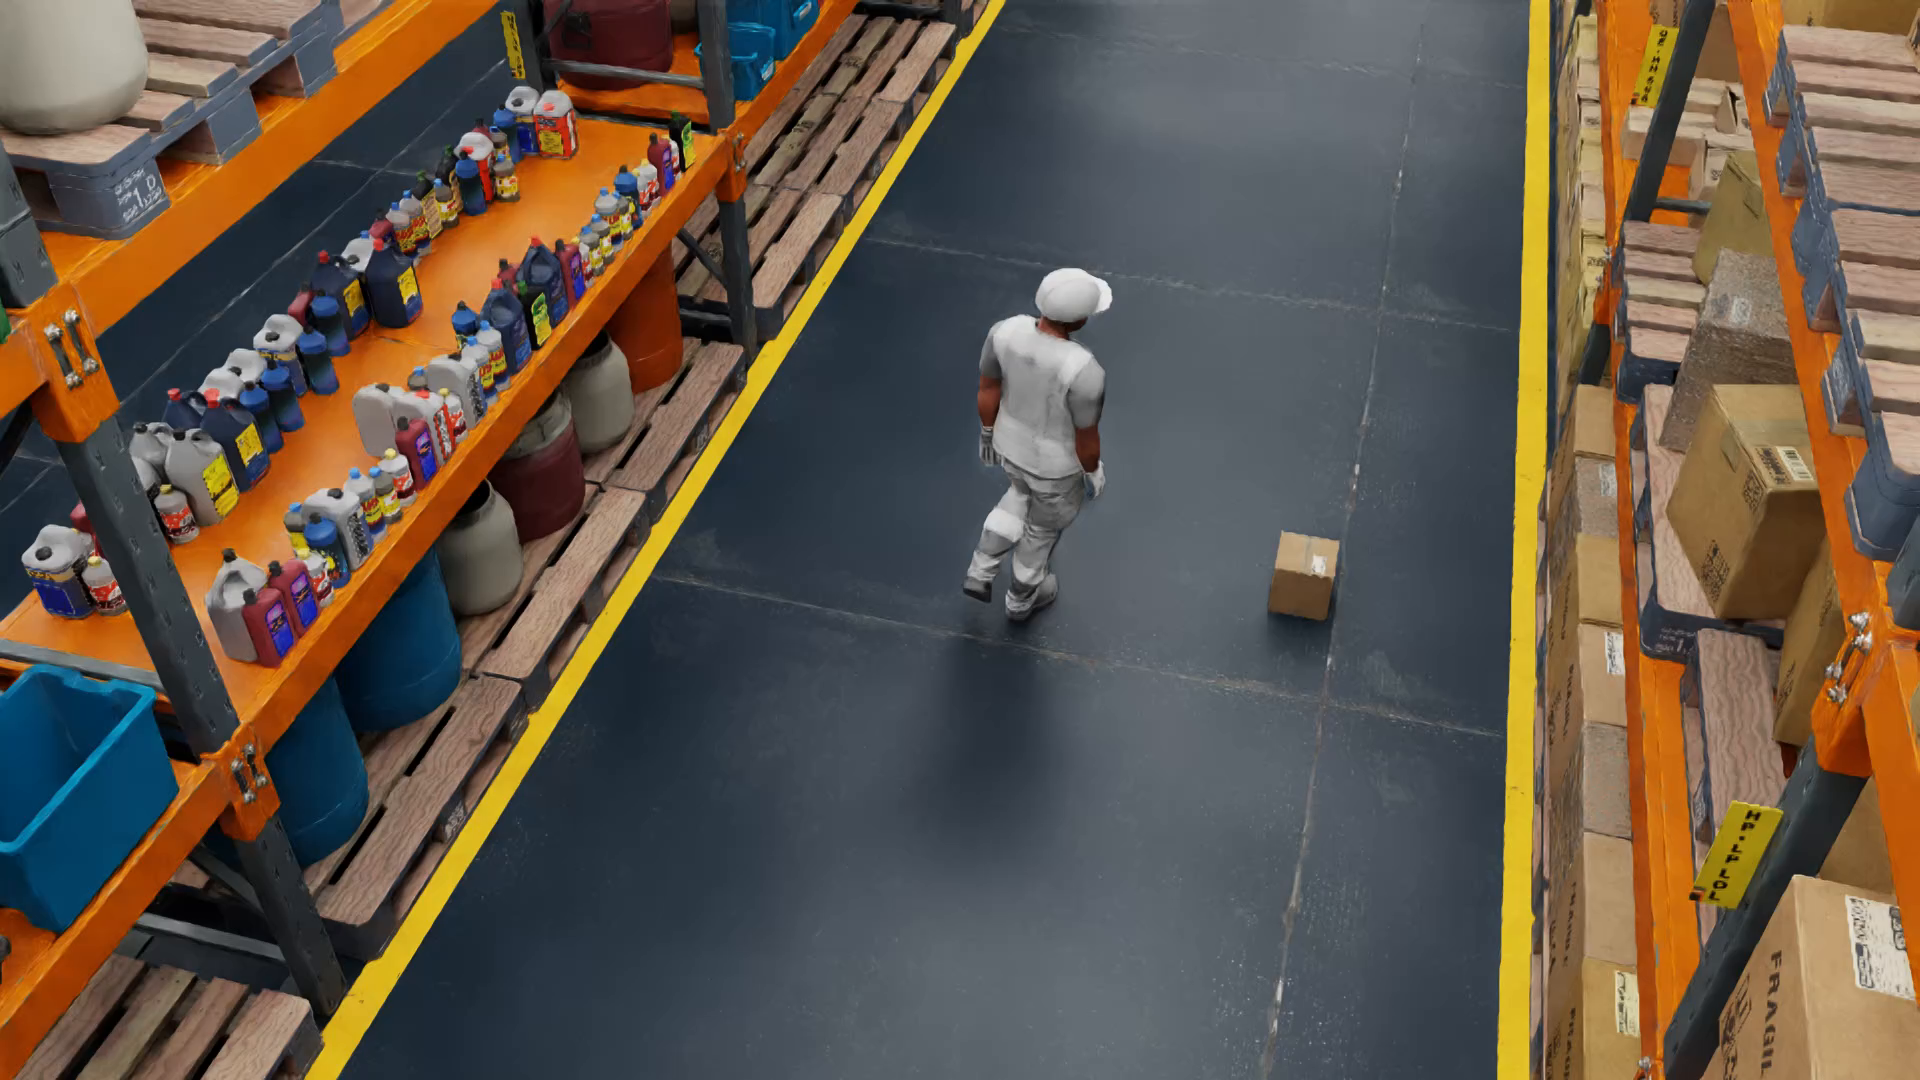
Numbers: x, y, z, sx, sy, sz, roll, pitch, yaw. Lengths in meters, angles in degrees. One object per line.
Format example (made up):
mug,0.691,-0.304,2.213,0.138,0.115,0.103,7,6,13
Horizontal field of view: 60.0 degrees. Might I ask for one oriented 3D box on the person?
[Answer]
person,0.319,-0.323,6.496,0.565,1.768,0.501,31,50,31
